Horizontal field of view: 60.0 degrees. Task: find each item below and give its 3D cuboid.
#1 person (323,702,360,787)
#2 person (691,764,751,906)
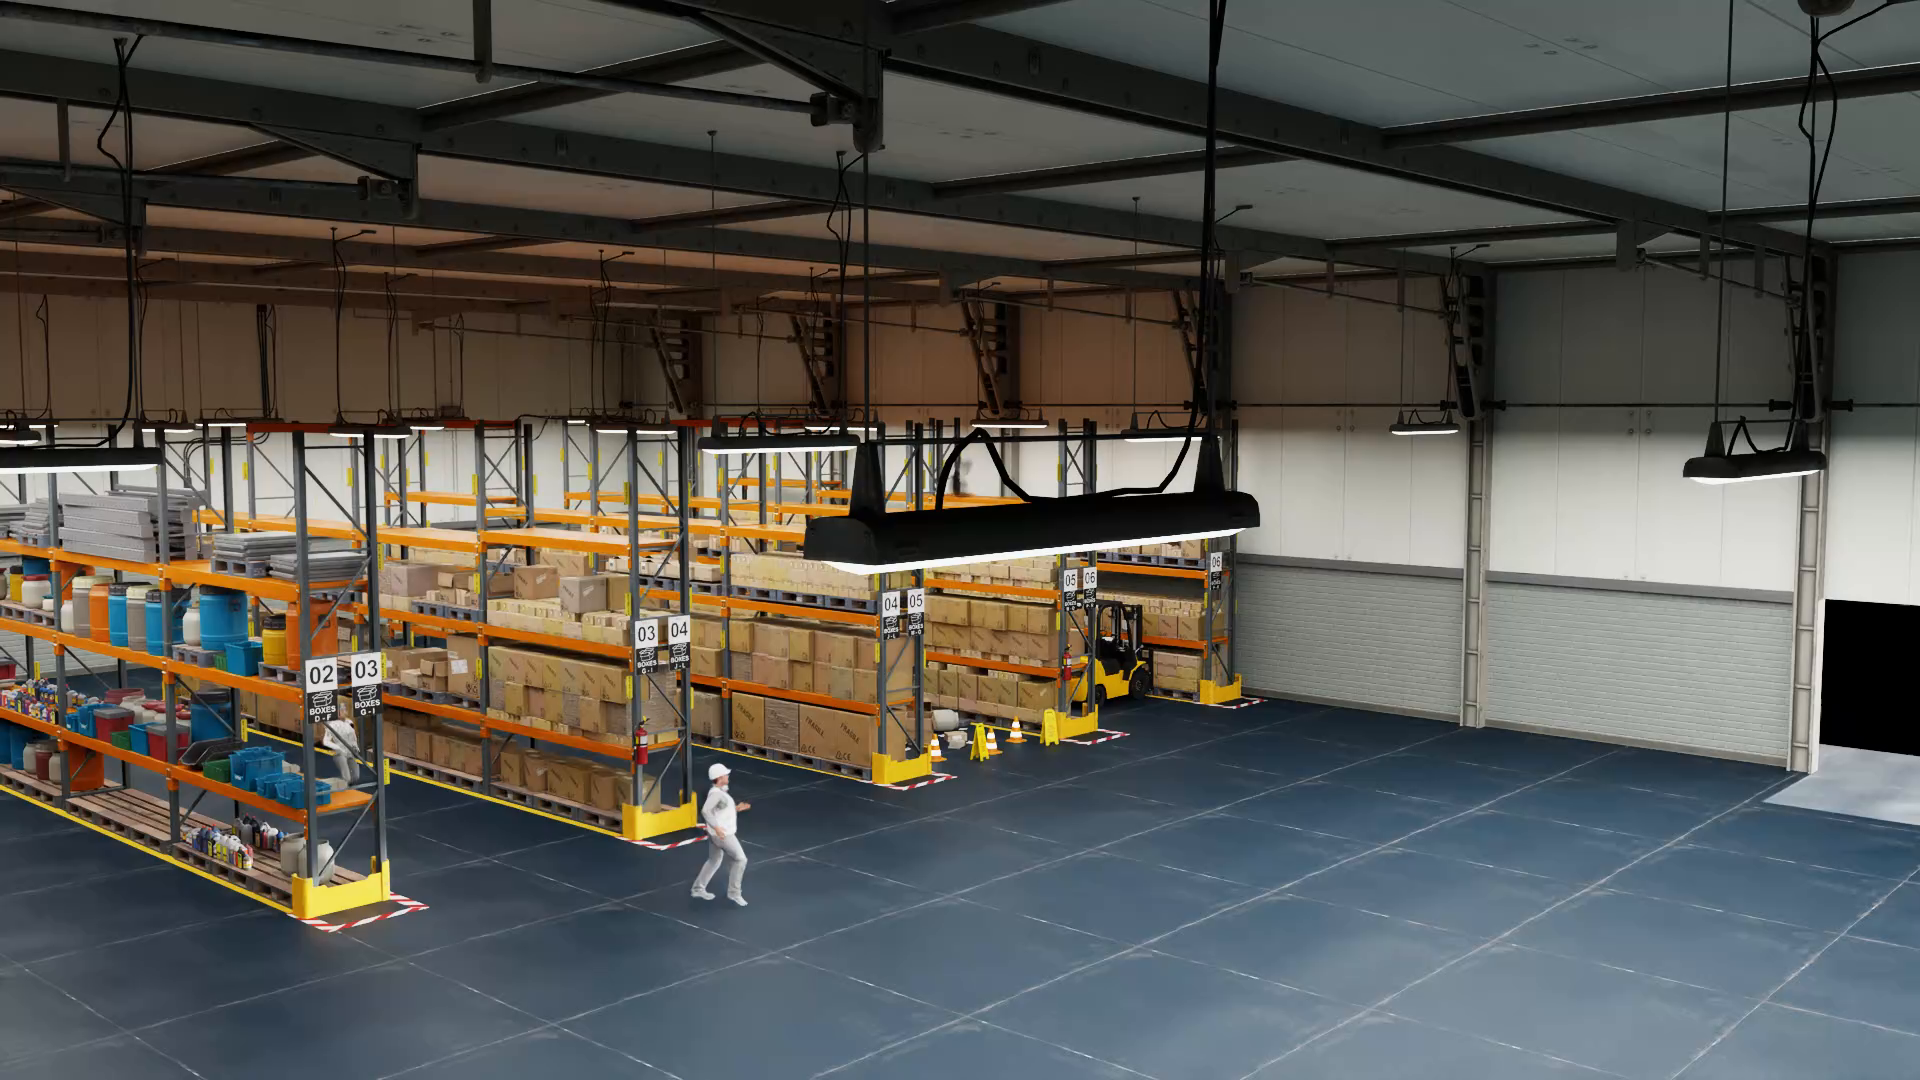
[{"bbox_3d":[-9.721,3.366,26.196,0.576,1.648,0.612,3,6,33],"label":"person"},{"bbox_3d":[-3.016,3.732,20.999,0.764,1.831,0.630,-1,5,-18],"label":"person"}]
